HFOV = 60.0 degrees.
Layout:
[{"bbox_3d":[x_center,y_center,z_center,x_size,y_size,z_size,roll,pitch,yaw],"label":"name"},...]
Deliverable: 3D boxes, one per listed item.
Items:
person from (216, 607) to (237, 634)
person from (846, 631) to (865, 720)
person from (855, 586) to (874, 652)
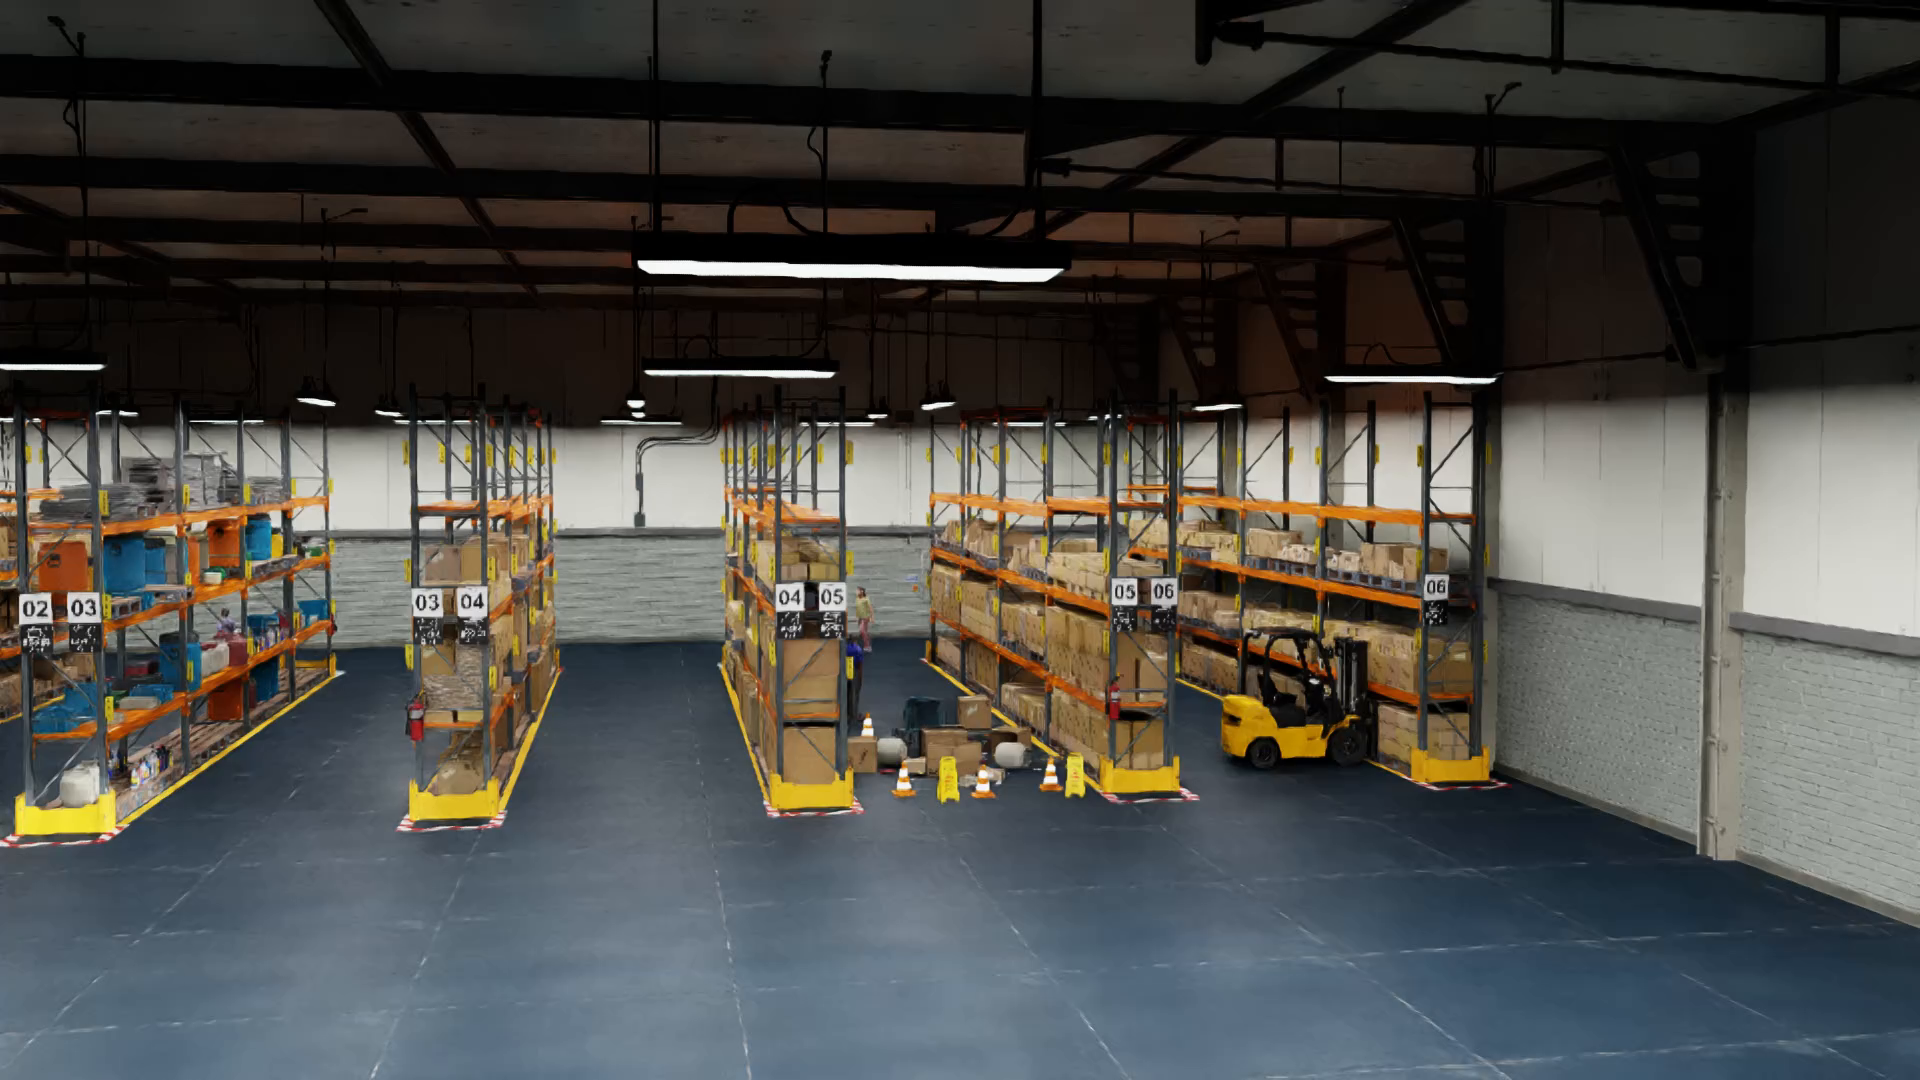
[{"bbox_3d":[-16.245,2.307,36.763,0.546,1.643,0.599,1,3,22],"label":"person"},{"bbox_3d":[-1.998,2.560,31.568,0.415,1.661,0.499,-3,4,-42],"label":"person"},{"bbox_3d":[-2.441,2.008,42.475,0.576,1.655,0.488,3,4,44],"label":"person"}]
